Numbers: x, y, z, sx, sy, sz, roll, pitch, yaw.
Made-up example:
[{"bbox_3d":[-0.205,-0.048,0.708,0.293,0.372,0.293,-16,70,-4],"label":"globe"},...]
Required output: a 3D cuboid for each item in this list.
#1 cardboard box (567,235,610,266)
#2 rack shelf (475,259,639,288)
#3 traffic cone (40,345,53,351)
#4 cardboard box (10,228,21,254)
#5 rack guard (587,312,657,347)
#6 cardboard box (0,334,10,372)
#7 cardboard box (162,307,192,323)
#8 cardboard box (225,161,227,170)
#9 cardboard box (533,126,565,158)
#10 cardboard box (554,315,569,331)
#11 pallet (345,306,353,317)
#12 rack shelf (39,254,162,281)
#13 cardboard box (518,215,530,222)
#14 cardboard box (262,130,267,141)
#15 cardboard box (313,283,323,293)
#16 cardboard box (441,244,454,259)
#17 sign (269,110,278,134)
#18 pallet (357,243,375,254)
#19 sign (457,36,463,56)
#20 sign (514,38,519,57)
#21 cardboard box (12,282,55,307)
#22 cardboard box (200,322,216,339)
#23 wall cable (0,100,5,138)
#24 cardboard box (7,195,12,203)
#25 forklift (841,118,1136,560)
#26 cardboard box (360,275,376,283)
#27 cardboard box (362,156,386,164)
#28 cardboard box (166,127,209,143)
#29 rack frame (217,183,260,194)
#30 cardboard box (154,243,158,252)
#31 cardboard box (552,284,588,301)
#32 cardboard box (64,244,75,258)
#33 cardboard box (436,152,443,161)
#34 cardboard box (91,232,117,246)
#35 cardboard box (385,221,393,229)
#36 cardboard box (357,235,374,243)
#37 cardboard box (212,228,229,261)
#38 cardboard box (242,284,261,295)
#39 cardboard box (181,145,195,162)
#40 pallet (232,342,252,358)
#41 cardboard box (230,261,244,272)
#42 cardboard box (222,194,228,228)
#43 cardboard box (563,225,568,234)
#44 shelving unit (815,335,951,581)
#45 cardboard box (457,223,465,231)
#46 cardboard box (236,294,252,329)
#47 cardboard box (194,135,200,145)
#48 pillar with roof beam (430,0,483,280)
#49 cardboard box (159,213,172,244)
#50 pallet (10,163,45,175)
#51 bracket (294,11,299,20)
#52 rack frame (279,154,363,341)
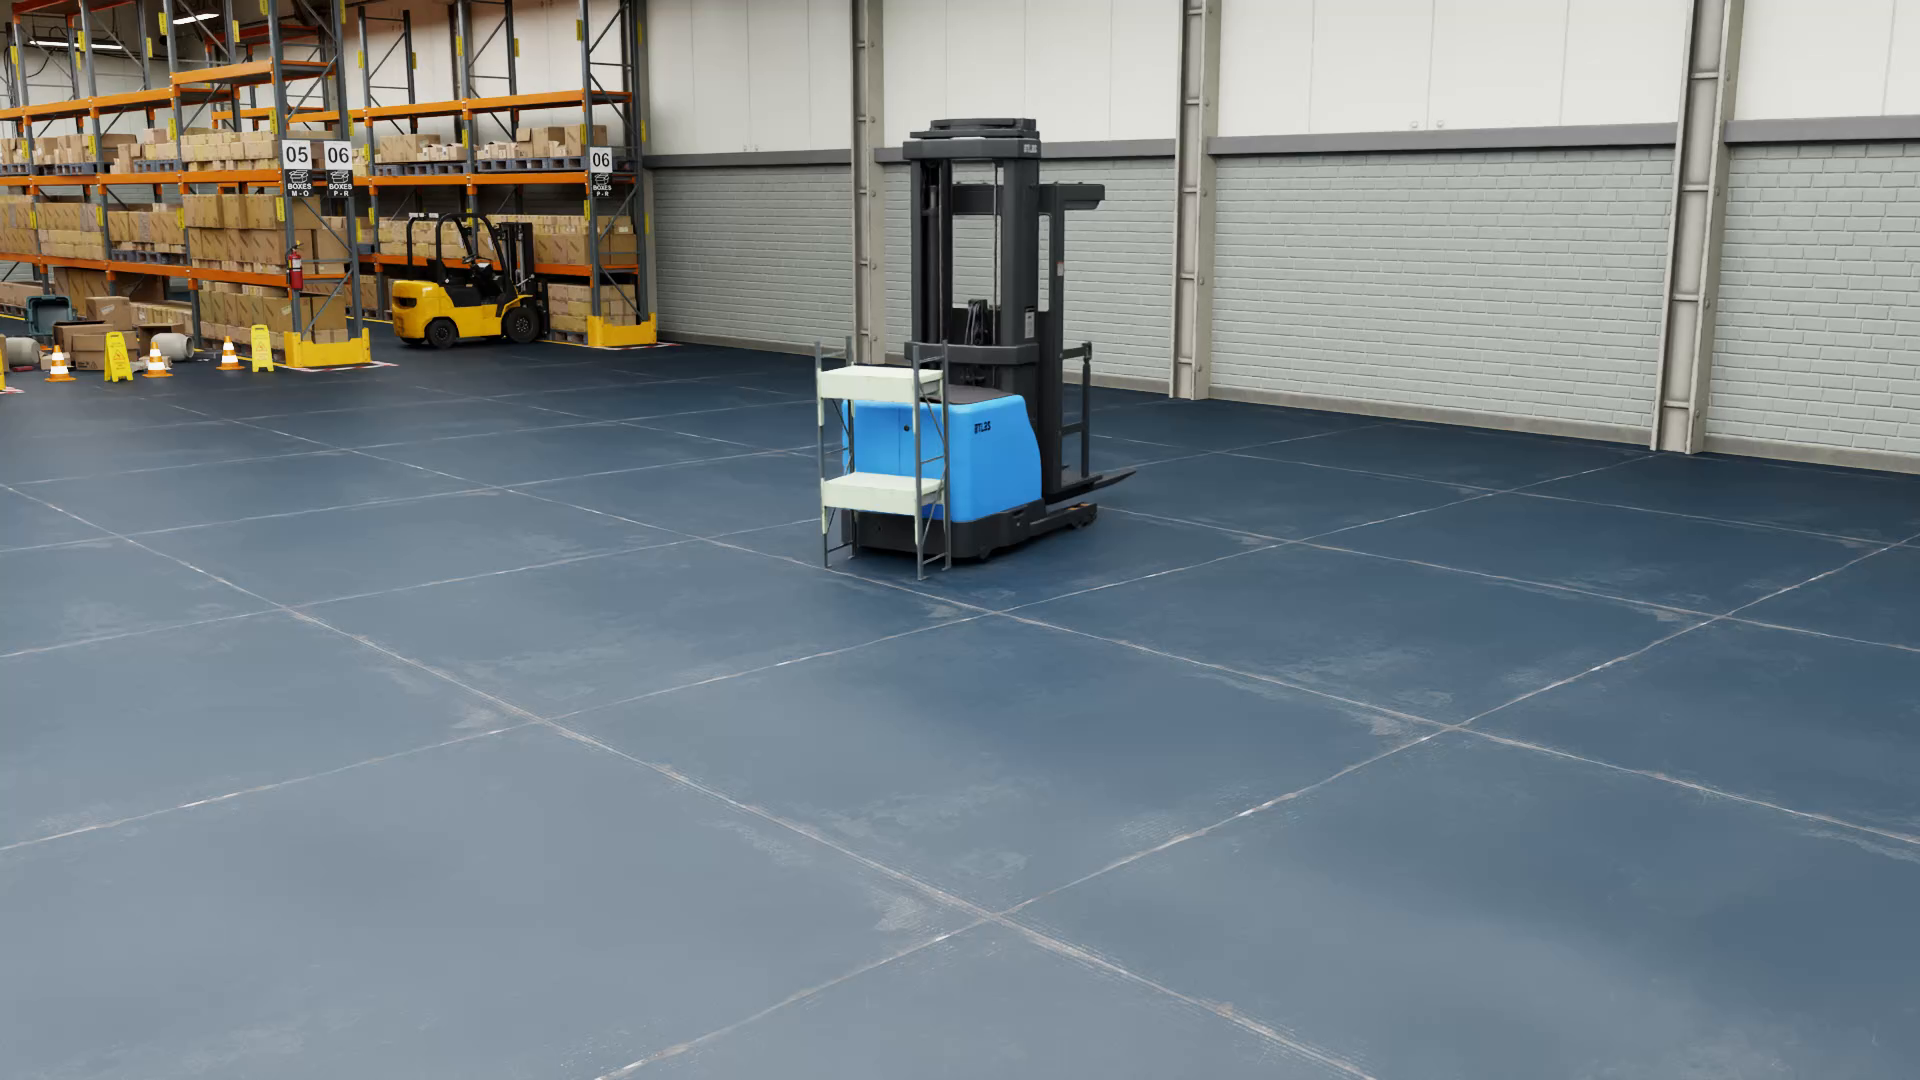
[{"bbox_3d":[-6.176,-4.823,27.640,0.500,0.500,0.500,-11,16,-44],"label":"cardboard box"},{"bbox_3d":[-7.027,-4.678,28.969,1.077,0.370,4.000,-11,16,-43],"label":"rack shelf"},{"bbox_3d":[-14.788,-3.277,26.670,0.336,0.463,0.334,-11,16,-43],"label":"traffic cone"},{"bbox_3d":[-18.743,-6.025,33.473,0.500,0.500,0.500,-11,16,-43],"label":"cardboard box"},{"bbox_3d":[-5.630,-3.511,27.715,1.175,0.500,0.348,-11,16,-43],"label":"rack guard"},{"bbox_3d":[-13.692,-2.619,23.380,0.500,0.500,0.500,-8,14,-33],"label":"cardboard box"},{"bbox_3d":[-12.859,-3.730,28.053,0.950,0.372,0.625,-10,15,-39],"label":"cardboard box"},{"bbox_3d":[-10.892,-5.671,25.194,0.380,0.149,0.250,-11,16,-42],"label":"cardboard box"},{"bbox_3d":[-6.763,-6.706,28.056,0.700,0.500,0.500,-11,16,-42],"label":"cardboard box"},{"bbox_3d":[-6.536,-3.696,28.192,0.500,0.250,0.500,-11,16,-43],"label":"cardboard box"},{"bbox_3d":[-12.498,-4.833,34.846,1.003,0.211,1.213,-11,16,-43],"label":"pallet"},{"bbox_3d":[-16.140,-5.154,31.276,1.077,0.370,4.000,-11,16,-43],"label":"rack shelf"},{"bbox_3d":[-7.456,-5.570,28.922,0.380,0.149,0.250,-11,16,-43],"label":"cardboard box"},{"bbox_3d":[-9.831,-5.835,24.010,0.380,0.149,0.250,-11,16,-42],"label":"cardboard box"},{"bbox_3d":[-13.387,-5.293,35.324,0.500,0.500,0.500,-11,16,-43],"label":"cardboard box"},{"bbox_3d":[-9.297,-5.359,30.861,0.500,0.250,0.500,-11,16,-43],"label":"cardboard box"},{"bbox_3d":[-9.649,-5.875,23.366,0.100,0.325,0.005,-11,16,-43],"label":"sign"},{"bbox_3d":[-11.690,-5.902,33.599,1.213,0.211,1.003,-11,16,-43],"label":"pallet"},{"bbox_3d":[-8.793,-8.680,29.230,0.100,0.325,0.005,-11,16,-43],"label":"sign"},{"bbox_3d":[-7.990,-8.870,29.955,0.100,0.325,0.005,-11,16,-43],"label":"sign"},{"bbox_3d":[-19.117,-5.118,34.627,0.875,0.438,0.875,-10,16,-41],"label":"cardboard box"},{"bbox_3d":[-11.784,-3.366,26.588,0.500,0.250,0.500,11,16,43],"label":"cardboard box"},{"bbox_3d":[-23.869,-10.215,39.194,2.355,3.000,0.029,-11,16,-43],"label":"wall cable"},{"bbox_3d":[-18.981,-6.884,33.559,0.380,0.149,0.250,-11,16,-43],"label":"cardboard box"},{"bbox_3d":[0.372,-1.556,12.200,1.130,2.935,3.031,7,14,30],"label":"forklift"},{"bbox_3d":[-11.906,-5.278,33.642,0.250,0.149,0.380,11,16,42],"label":"cardboard box"},{"bbox_3d":[-11.590,-7.516,32.907,0.380,0.149,0.250,-10,16,-41],"label":"cardboard box"},{"bbox_3d":[-12.489,-6.544,26.897,0.500,0.250,0.500,-10,16,-41],"label":"cardboard box"},{"bbox_3d":[-16.696,-7.074,38.813,1.000,3.000,0.127,-11,16,-43],"label":"rack frame"},{"bbox_3d":[-13.245,-4.901,27.846,0.380,0.149,0.250,-11,16,-43],"label":"cardboard box"},{"bbox_3d":[-6.547,-4.185,28.087,0.500,0.250,0.500,-11,16,-42],"label":"cardboard box"},{"bbox_3d":[-16.368,-5.397,31.045,0.500,0.250,0.500,-11,16,-43],"label":"cardboard box"},{"bbox_3d":[-9.388,-7.042,30.557,0.380,0.149,0.250,-11,16,-43],"label":"cardboard box"},{"bbox_3d":[-15.277,-5.421,29.922,0.500,0.250,0.500,-11,16,-43],"label":"cardboard box"},{"bbox_3d":[-10.979,-6.147,32.458,0.380,0.149,0.250,-10,16,-41],"label":"cardboard box"},{"bbox_3d":[-11.902,-6.031,33.335,0.380,0.149,0.250,-11,16,-42],"label":"cardboard box"},{"bbox_3d":[-11.193,-4.577,25.708,0.500,0.500,0.500,-11,16,-43],"label":"cardboard box"},{"bbox_3d":[-10.630,-3.791,25.187,0.380,0.149,0.250,-10,15,-40],"label":"cardboard box"},{"bbox_3d":[-11.890,-6.069,26.139,0.500,0.250,0.500,-11,16,-44],"label":"cardboard box"},{"bbox_3d":[-10.660,-2.994,25.918,1.003,0.211,1.213,-11,16,-43],"label":"pallet"},{"bbox_3d":[-10.940,-4.196,25.466,0.380,0.149,0.250,-11,16,-43],"label":"cardboard box"},{"bbox_3d":[-10.759,-5.002,25.295,0.700,0.500,0.500,-11,16,-43],"label":"cardboard box"},{"bbox_3d":[-6.421,-5.197,27.846,0.380,0.149,0.250,-11,16,-42],"label":"cardboard box"},{"bbox_3d":[-0.495,-0.546,10.814,0.755,1.500,0.431,6,15,28],"label":"shelving unit"},{"bbox_3d":[-8.997,-5.743,30.500,0.380,0.149,0.250,-11,16,-43],"label":"cardboard box"},{"bbox_3d":[-10.682,-3.504,25.400,0.500,0.500,0.500,11,16,44],"label":"cardboard box"},{"bbox_3d":[-11.638,-6.202,25.794,0.250,0.149,0.380,11,16,43],"label":"cardboard box"},{"bbox_3d":[-12.732,-8.180,29.315,9.100,9.000,0.548,-11,16,-43],"label":"pillar with roof beam"},{"bbox_3d":[-12.824,-5.138,27.393,0.500,0.500,0.500,-11,16,-42],"label":"cardboard box"},{"bbox_3d":[-18.078,-7.345,32.913,1.003,0.211,1.213,-11,16,-43],"label":"pallet"},{"bbox_3d":[-14.306,-11.430,36.168,0.235,0.232,0.430,-11,16,-43],"label":"bracket"},{"bbox_3d":[-9.234,-4.047,24.120,1.000,3.000,0.127,-11,16,-43],"label":"rack frame"}]
